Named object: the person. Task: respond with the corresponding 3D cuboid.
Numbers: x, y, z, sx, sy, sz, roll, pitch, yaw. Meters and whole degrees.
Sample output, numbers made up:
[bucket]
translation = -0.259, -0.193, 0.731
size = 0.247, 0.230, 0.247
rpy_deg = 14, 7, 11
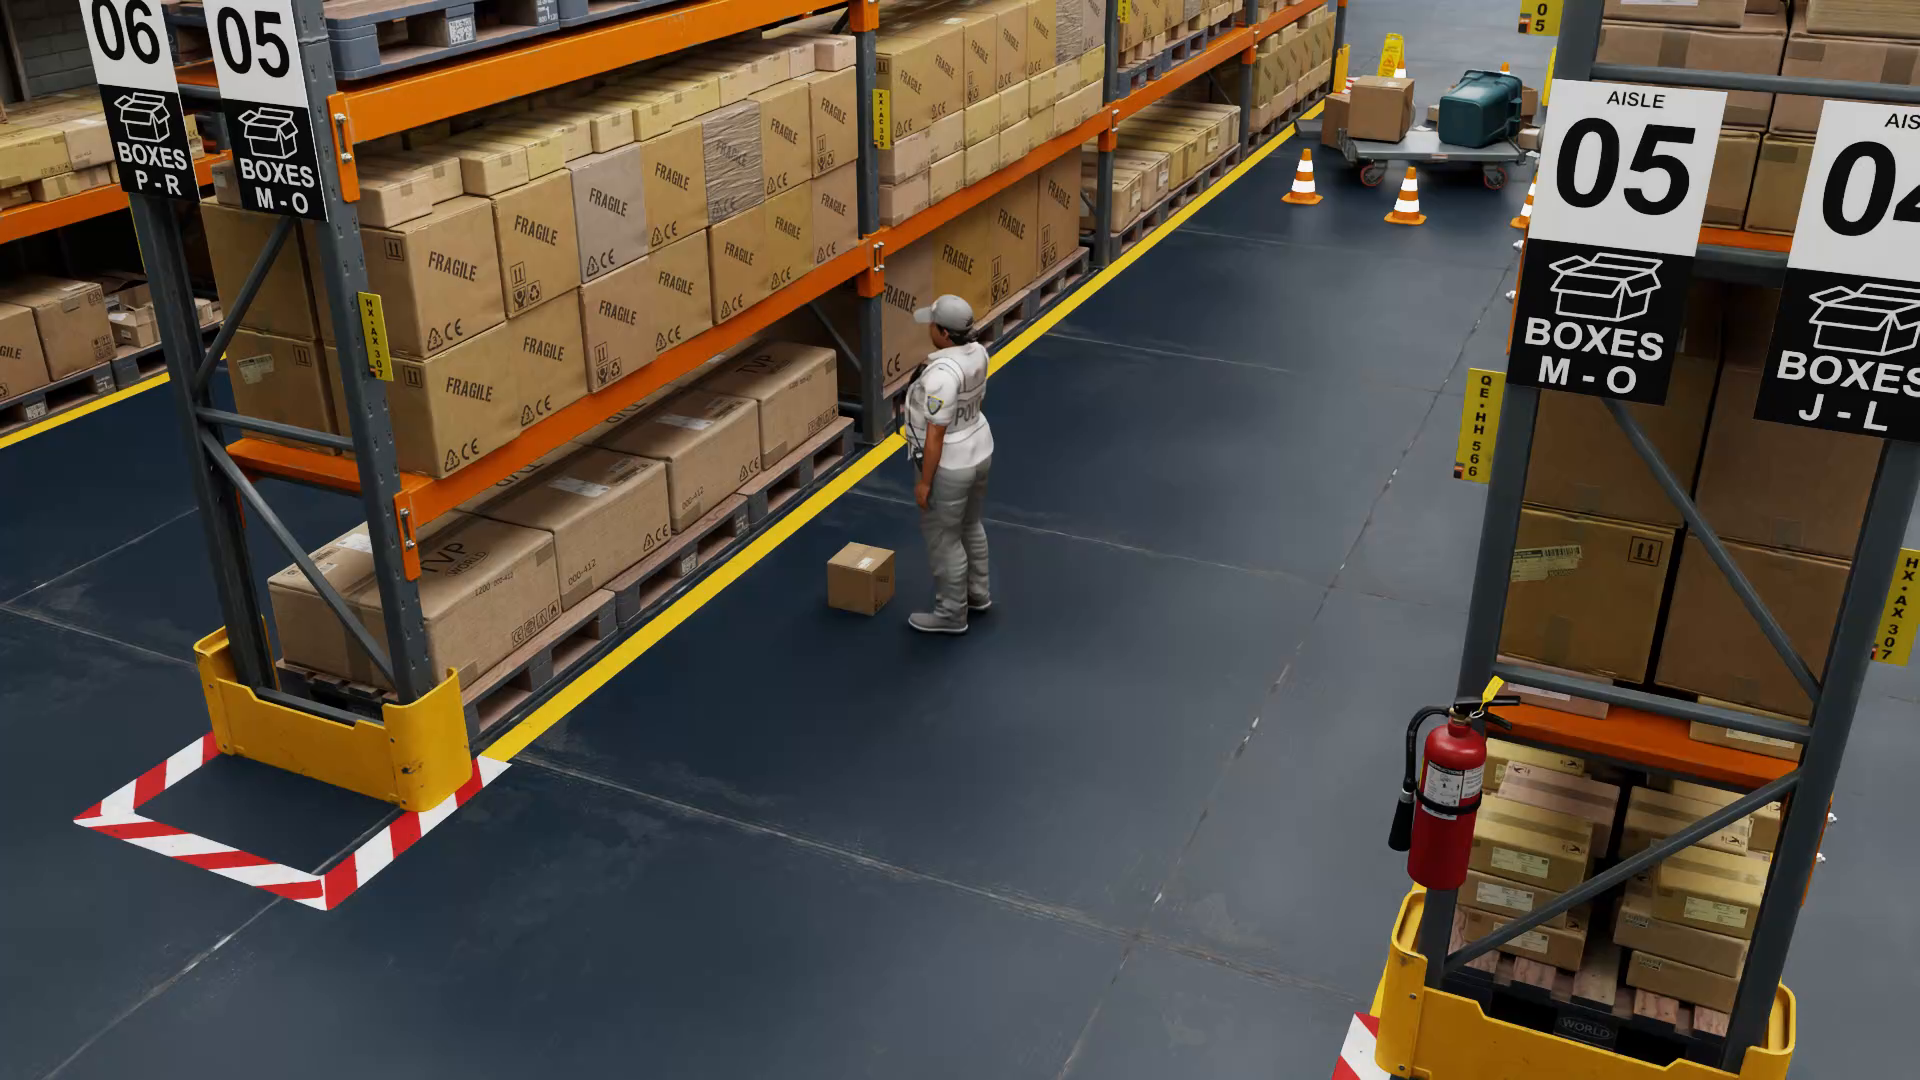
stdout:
[person]
translation = -0.053, -0.352, 7.829
size = 0.388, 1.678, 0.511
rpy_deg = 11, 29, 22
